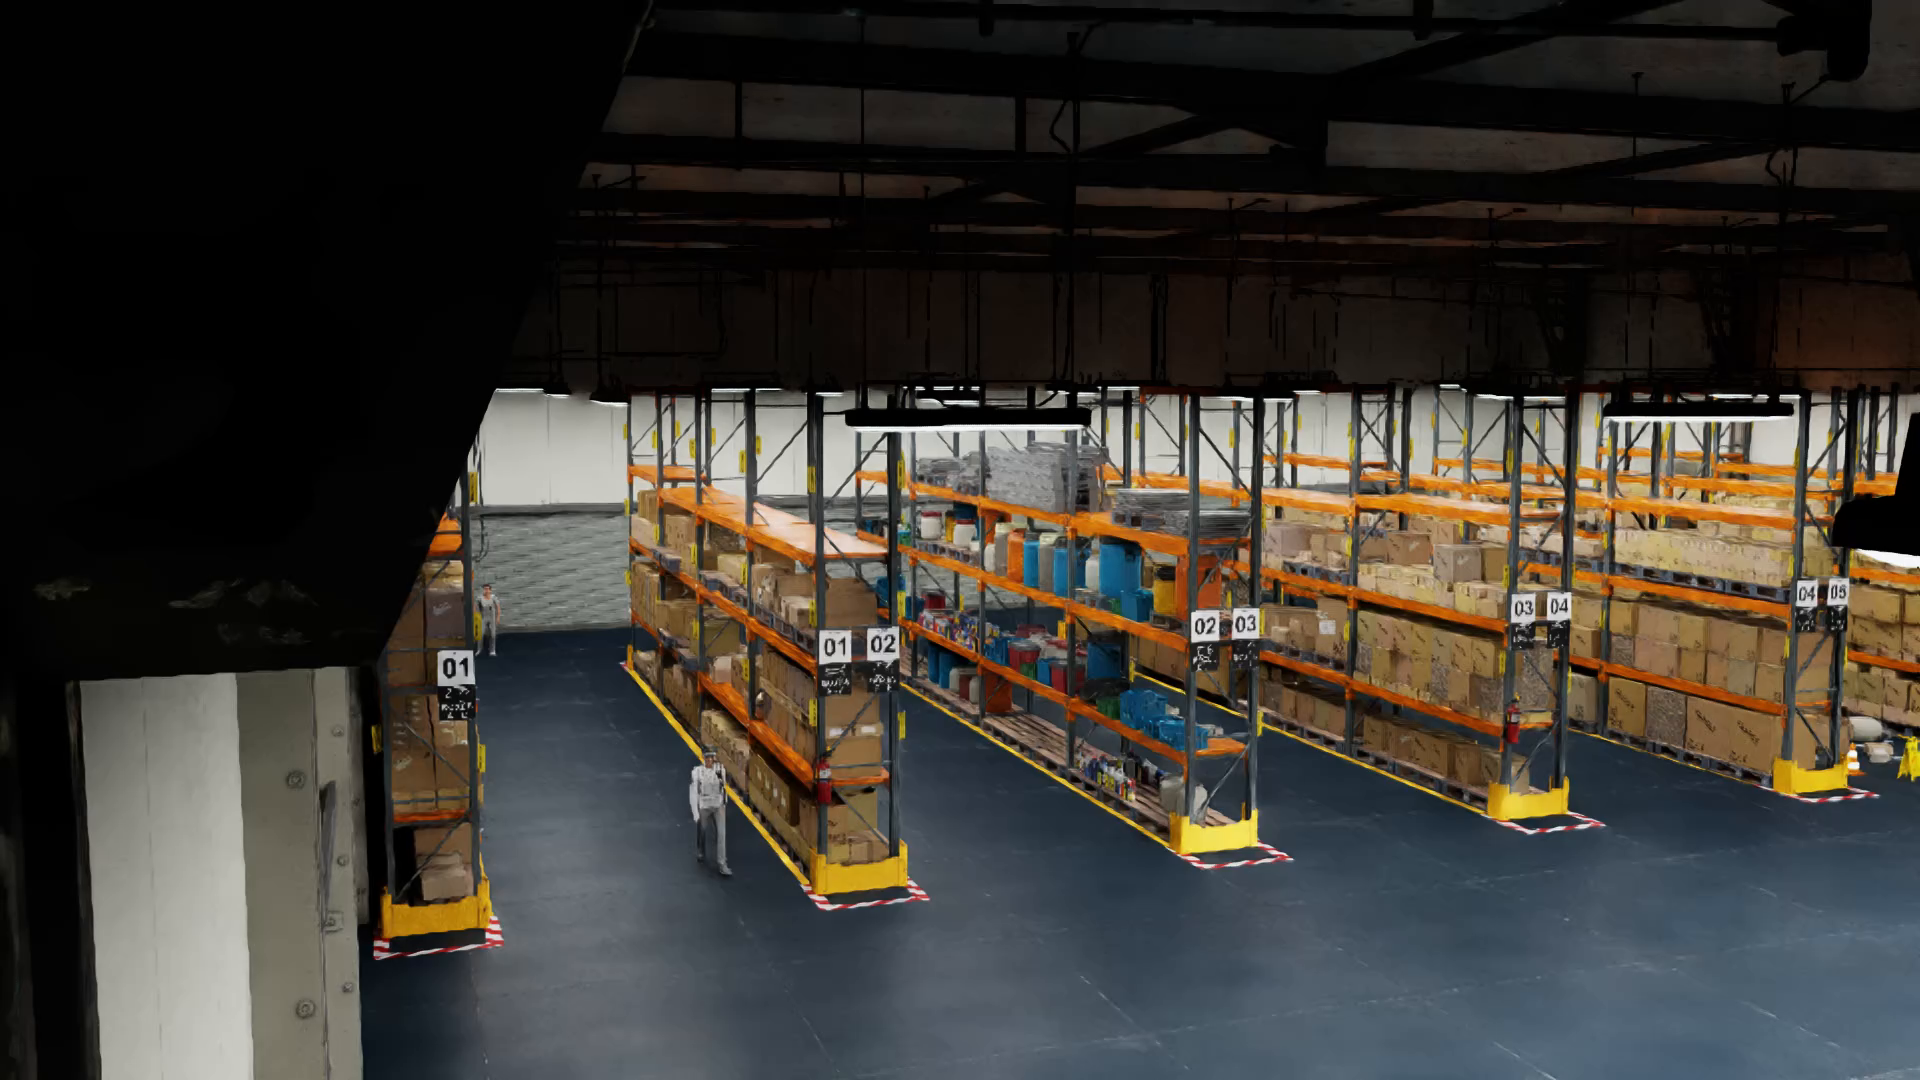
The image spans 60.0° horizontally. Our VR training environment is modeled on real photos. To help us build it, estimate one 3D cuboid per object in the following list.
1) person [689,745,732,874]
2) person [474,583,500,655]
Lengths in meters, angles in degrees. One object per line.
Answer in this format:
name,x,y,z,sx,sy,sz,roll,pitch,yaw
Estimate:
person,-3.169,3.352,20.999,0.496,1.584,1.071,-2,6,-17
person,-10.439,1.748,36.692,0.580,1.618,0.507,-2,6,-21
